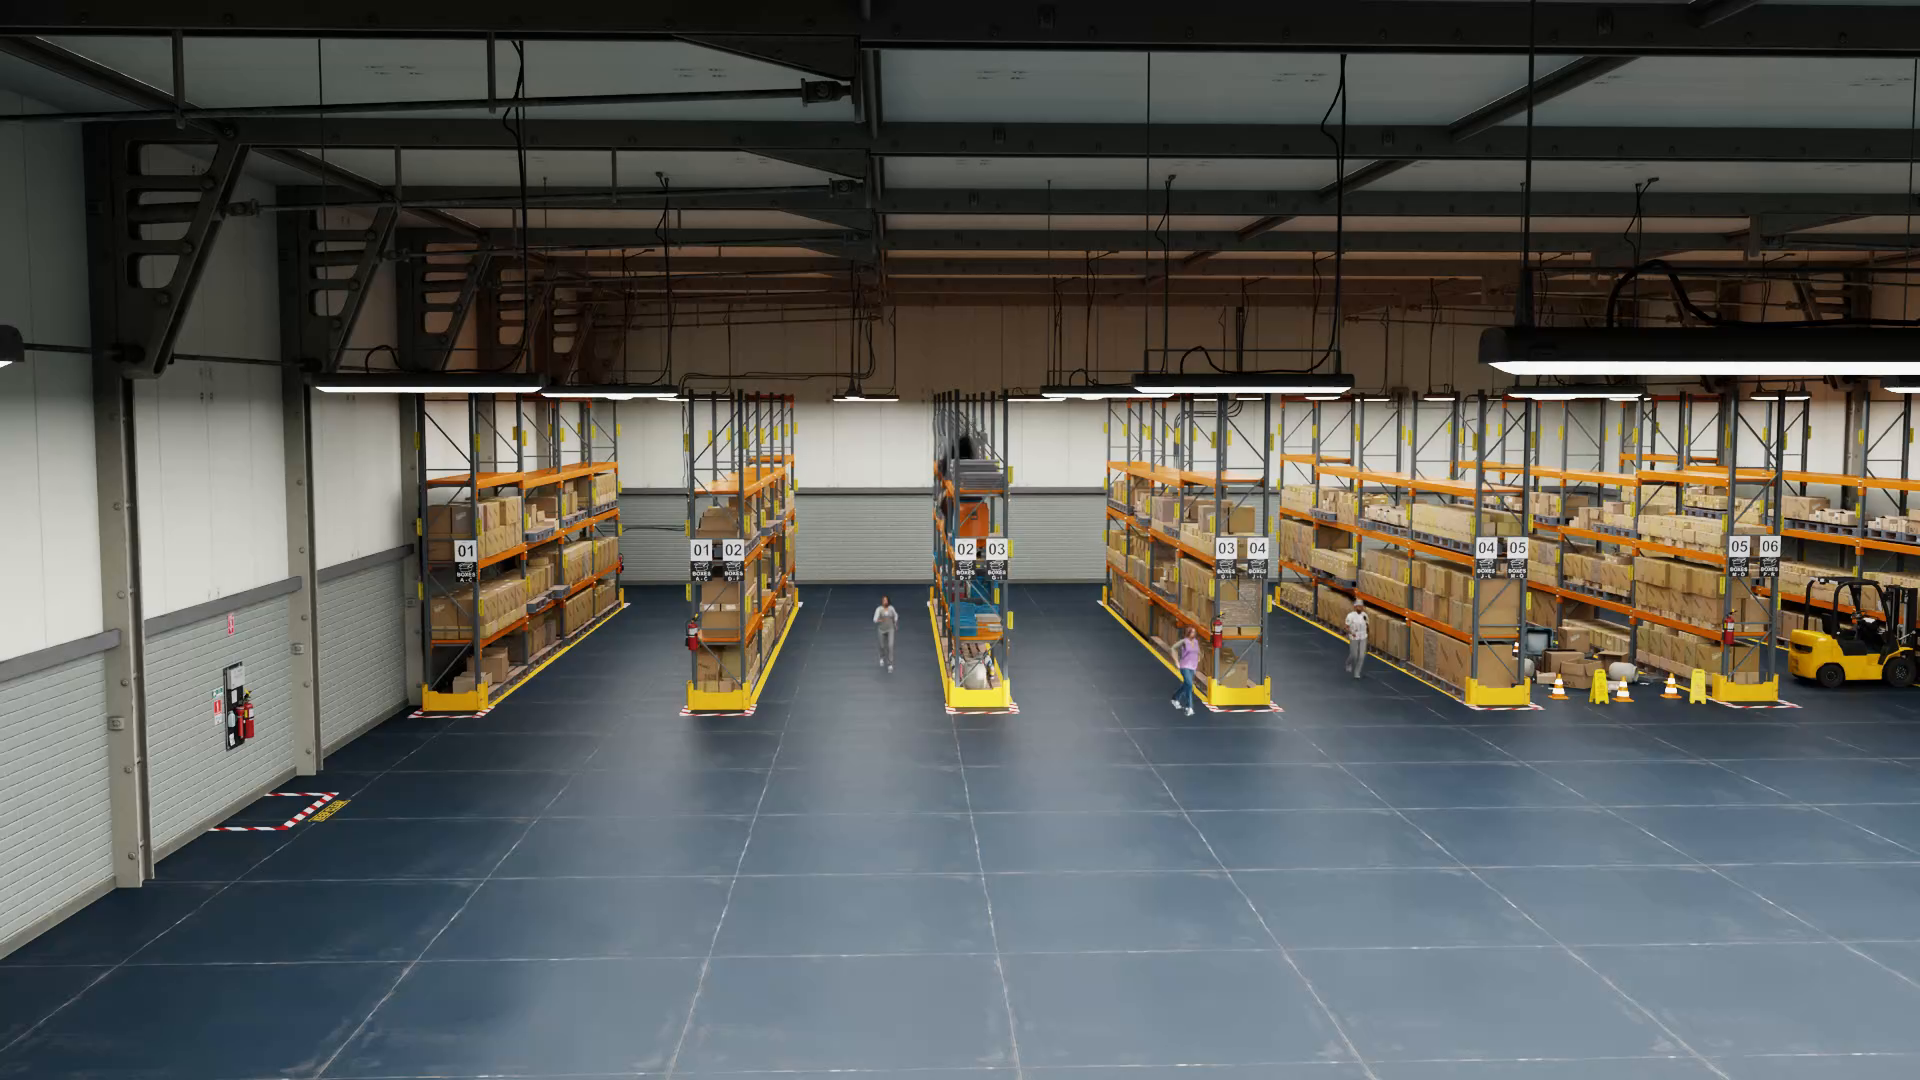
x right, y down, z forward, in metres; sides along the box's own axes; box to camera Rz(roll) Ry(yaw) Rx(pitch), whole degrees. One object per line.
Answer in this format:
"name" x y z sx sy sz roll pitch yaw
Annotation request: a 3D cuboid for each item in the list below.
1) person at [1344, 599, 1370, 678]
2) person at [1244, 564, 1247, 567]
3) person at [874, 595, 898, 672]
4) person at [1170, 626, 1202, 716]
"person" 8.333 2.054 34.853 0.563 1.655 0.588 0 5 -6
"person" 7.953 1.203 45.431 0.552 1.637 0.561 1 5 7
"person" -1.592 1.988 35.719 0.534 1.598 0.860 -1 5 -7
"person" 4.224 2.416 30.923 0.543 1.640 0.741 -3 6 -34
